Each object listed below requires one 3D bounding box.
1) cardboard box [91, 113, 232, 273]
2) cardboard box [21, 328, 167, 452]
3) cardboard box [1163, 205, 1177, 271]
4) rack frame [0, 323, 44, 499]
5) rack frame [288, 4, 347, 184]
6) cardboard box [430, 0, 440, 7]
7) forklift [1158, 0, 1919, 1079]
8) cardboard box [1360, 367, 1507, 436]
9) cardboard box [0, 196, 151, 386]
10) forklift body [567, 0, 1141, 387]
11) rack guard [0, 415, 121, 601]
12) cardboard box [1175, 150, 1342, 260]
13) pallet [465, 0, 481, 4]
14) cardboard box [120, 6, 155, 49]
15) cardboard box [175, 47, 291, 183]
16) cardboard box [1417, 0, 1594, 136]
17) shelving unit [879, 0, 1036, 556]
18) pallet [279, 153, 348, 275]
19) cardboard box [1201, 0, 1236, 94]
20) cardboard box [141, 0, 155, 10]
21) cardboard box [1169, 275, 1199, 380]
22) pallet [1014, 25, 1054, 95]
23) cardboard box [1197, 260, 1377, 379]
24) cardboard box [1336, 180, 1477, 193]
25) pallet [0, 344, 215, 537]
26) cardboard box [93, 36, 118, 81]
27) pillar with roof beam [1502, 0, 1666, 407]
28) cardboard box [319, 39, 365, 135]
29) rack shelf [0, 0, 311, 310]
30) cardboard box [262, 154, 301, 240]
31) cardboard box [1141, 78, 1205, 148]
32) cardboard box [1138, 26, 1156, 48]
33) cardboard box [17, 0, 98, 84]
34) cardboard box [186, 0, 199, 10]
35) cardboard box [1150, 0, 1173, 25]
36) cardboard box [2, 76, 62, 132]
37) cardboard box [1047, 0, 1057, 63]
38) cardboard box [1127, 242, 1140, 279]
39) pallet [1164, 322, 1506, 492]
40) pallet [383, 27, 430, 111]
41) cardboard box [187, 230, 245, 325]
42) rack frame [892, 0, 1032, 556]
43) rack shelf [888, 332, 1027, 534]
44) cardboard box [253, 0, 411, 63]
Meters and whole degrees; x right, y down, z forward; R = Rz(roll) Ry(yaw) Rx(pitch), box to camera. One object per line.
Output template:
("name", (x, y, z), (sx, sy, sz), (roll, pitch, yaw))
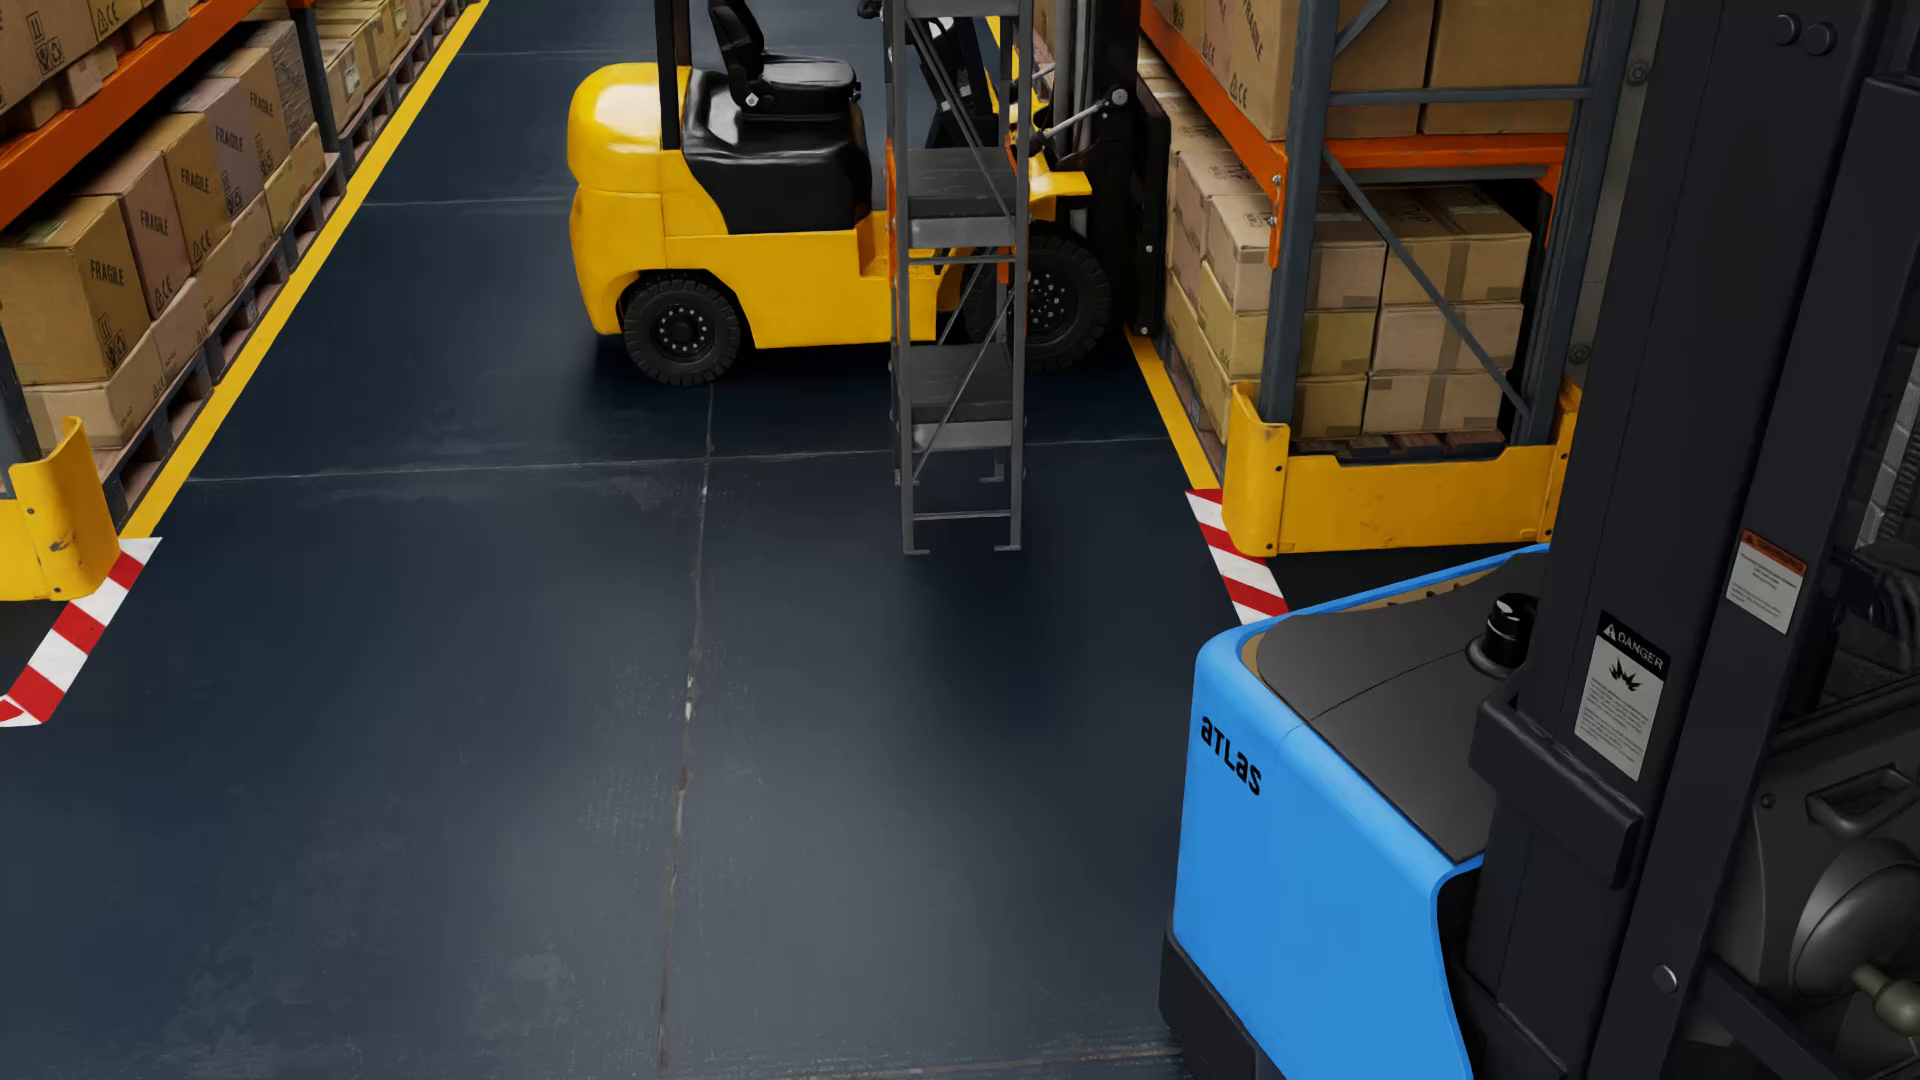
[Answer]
("cardboard box", (-3.321, -1.398, 6.707), (0.500, 0.500, 0.500), (-2, 31, -4))
("cardboard box", (-3.226, -0.541, 6.003), (0.500, 0.250, 0.500), (-3, 31, -5))
("cardboard box", (1.054, -1.323, 6.824), (0.500, 0.250, 0.500), (-3, 31, -6))
("rack frame", (-3.426, -1.116, 4.694), (1.000, 3.000, 0.127), (-3, 31, -5))
("rack frame", (-3.800, -3.158, 8.113), (1.000, 3.000, 0.127), (-3, 31, -5))
("cardboard box", (-4.131, -3.964, 11.614), (0.950, 0.372, 0.625), (-5, 31, -8))
("forklift", (1.533, 0.439, 2.157), (1.130, 2.935, 3.031), (-13, 33, -21))
("cardboard box", (1.665, -0.616, 6.128), (0.500, 0.250, 0.500), (-3, 31, -4))
("cardboard box", (-3.229, -0.875, 5.831), (0.500, 0.500, 0.500), (-4, 31, -6))
("forklift body", (-0.478, -1.872, 6.787), (2.313, 2.155, 1.214), (-3, 31, -5))
("rack guard", (-3.433, -0.082, 5.400), (1.175, 0.500, 0.348), (-3, 31, -5))
("cardboard box", (1.109, -1.266, 6.241), (0.500, 0.250, 0.500), (-2, 31, -4))
("pallet", (-4.172, -4.410, 12.927), (1.003, 0.211, 1.213), (-3, 31, -5))
("cardboard box", (-3.349, -1.990, 6.401), (0.380, 0.149, 0.250), (-4, 31, -6))
("cardboard box", (-3.428, -1.931, 7.599), (0.500, 0.500, 0.500), (-2, 31, -4))
("cardboard box", (1.746, -1.665, 5.515), (0.500, 0.500, 0.500), (-2, 31, -3))
("shelving unit", (-0.015, -0.986, 5.353), (0.431, 2.100, 0.503), (-3, 31, -5))
("pallet", (-3.702, -1.620, 8.256), (1.003, 0.211, 1.213), (-3, 31, -5))
("cardboard box", (1.169, -1.903, 5.913), (0.500, 0.500, 0.500), (-2, 31, -3))
("cardboard box", (-3.350, -2.326, 6.331), (0.500, 0.500, 0.500), (-3, 31, -6))
("cardboard box", (1.120, -0.835, 6.494), (0.500, 0.250, 0.500), (-3, 31, -5))
("pallet", (0.917, -3.200, 10.901), (1.003, 0.211, 1.213), (-3, 31, -5))
("cardboard box", (1.159, -0.804, 5.955), (0.500, 0.250, 0.500), (-3, 31, -5))
("cardboard box", (1.609, -1.294, 6.289), (0.500, 0.250, 0.500), (-3, 31, -5))
("pallet", (-3.474, -0.374, 6.171), (1.003, 0.211, 1.213), (-3, 31, -5))
("cardboard box", (-3.269, -1.722, 5.952), (0.380, 0.149, 0.250), (-2, 31, -3))
("pillar with roof beam", (-1.938, -4.124, 3.879), (9.100, 9.000, 0.400), (-3, 31, -5))
("cardboard box", (-3.851, -2.478, 9.127), (0.950, 0.372, 0.625), (-2, 31, -4))
("rack shelf", (-3.613, -1.828, 6.588), (1.077, 0.370, 4.000), (-3, 31, -5))
("cardboard box", (-3.417, -1.598, 7.772), (0.500, 0.250, 0.500), (-4, 31, -6))
("cardboard box", (1.012, -1.782, 7.105), (0.500, 0.250, 0.500), (-3, 31, -6))
("cardboard box", (0.912, -2.304, 7.978), (0.500, 0.250, 0.500), (-3, 31, -5))
("cardboard box", (-3.246, -1.806, 5.461), (0.500, 0.500, 0.500), (-2, 31, -3))
("cardboard box", (-3.374, -2.250, 6.838), (0.380, 0.149, 0.250), (-3, 31, -5))
("cardboard box", (1.063, -2.421, 6.780), (0.500, 0.500, 0.500), (-3, 31, -4))
("cardboard box", (-3.233, -1.459, 5.513), (0.380, 0.149, 0.250), (-4, 31, -6))
("cardboard box", (1.017, -3.221, 10.124), (0.875, 0.625, 0.625), (-3, 31, -5))
("cardboard box", (1.012, -1.355, 7.365), (0.500, 0.250, 0.500), (-2, 31, -3))
("pallet", (1.403, -0.547, 6.460), (1.003, 0.211, 1.213), (-3, 31, -5))
("pallet", (-3.991, -2.983, 10.538), (1.003, 0.211, 1.213), (-3, 31, -5))
("cardboard box", (-3.330, -1.080, 6.905), (0.500, 0.250, 0.500), (-1, 31, -1))
("rack frame", (0.007, -0.861, 5.144), (0.400, 2.100, 0.015), (-3, 31, -5))
("rack shelf", (-0.015, -0.373, 5.719), (0.431, 0.518, 0.480), (-3, 31, -5))
("cardboard box", (-3.988, -3.200, 10.335), (0.950, 0.372, 0.625), (-2, 31, -3))
